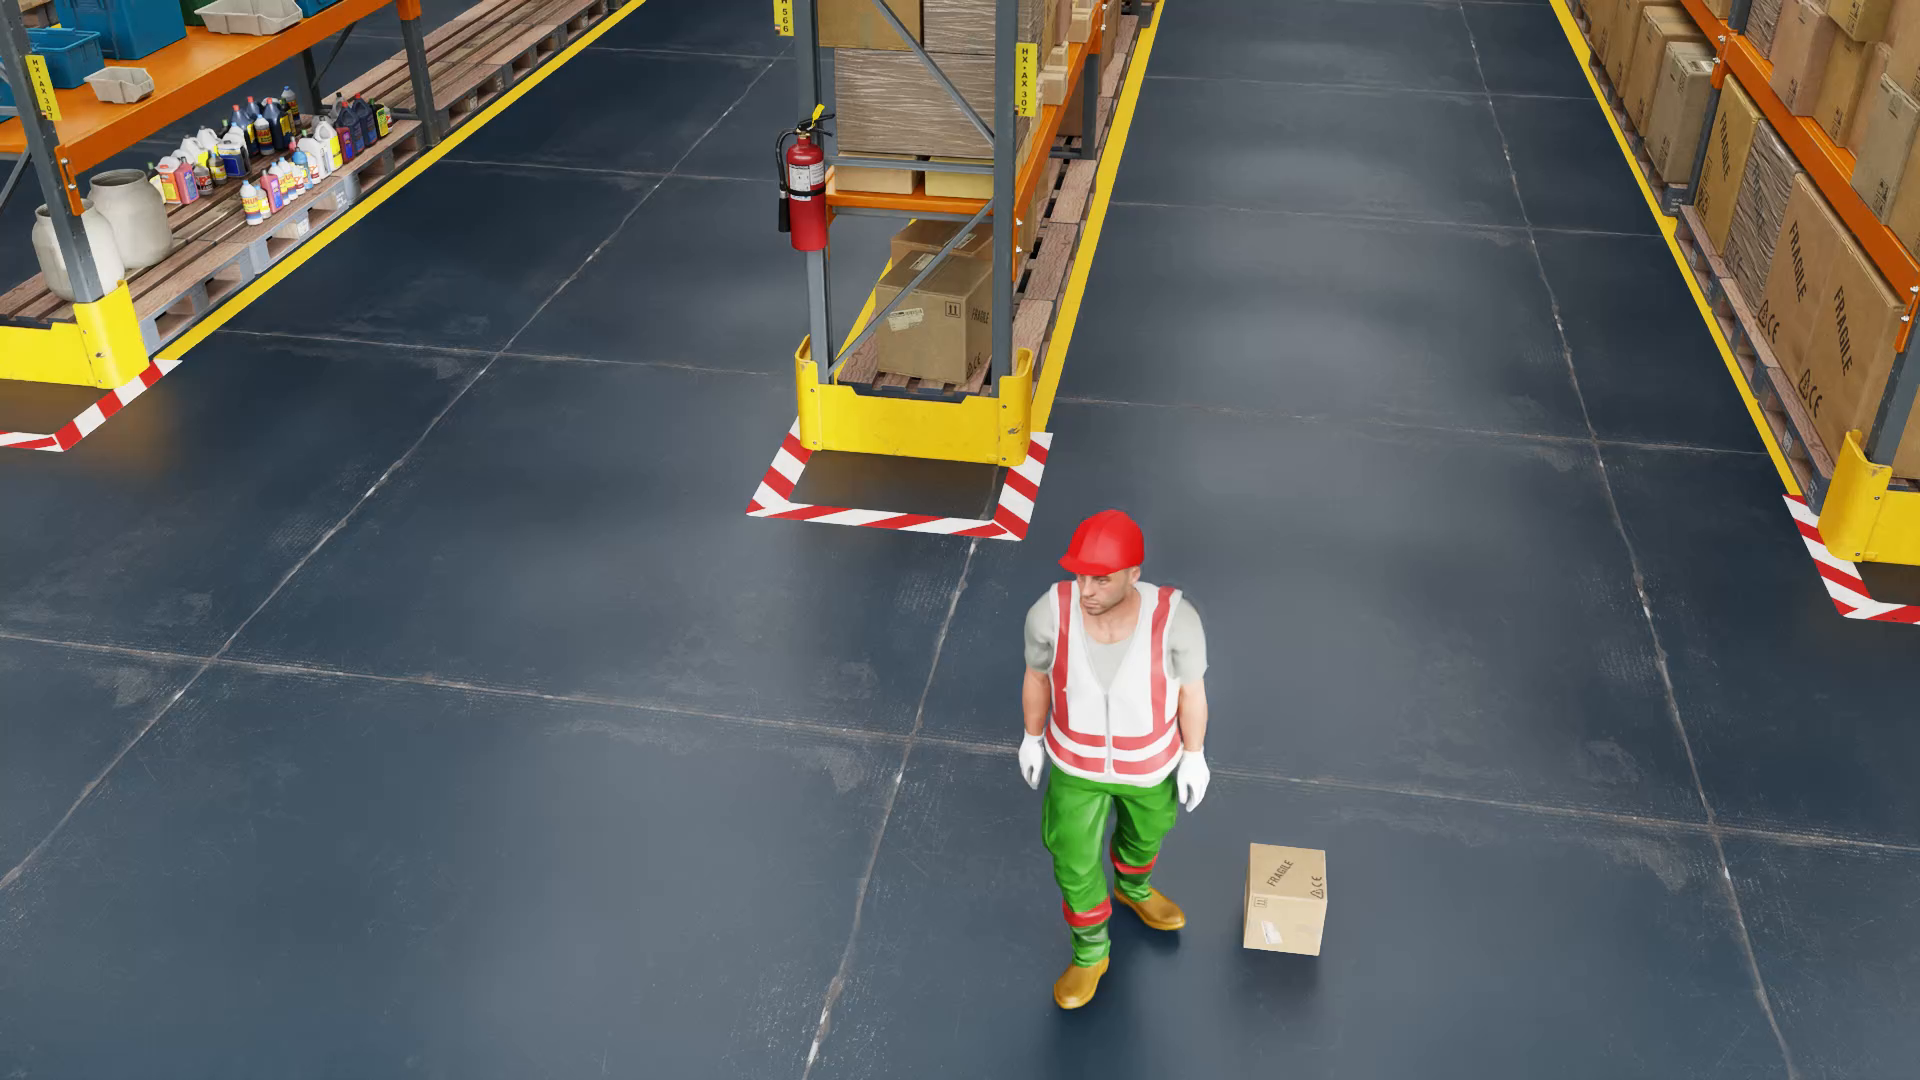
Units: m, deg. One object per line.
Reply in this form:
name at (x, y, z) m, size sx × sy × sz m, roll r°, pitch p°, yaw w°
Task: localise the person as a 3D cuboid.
person at (0.475, 0.633, 5.115) m, size 0.589 × 1.778 × 0.593 m, roll 4°, pitch 32°, yaw 7°
